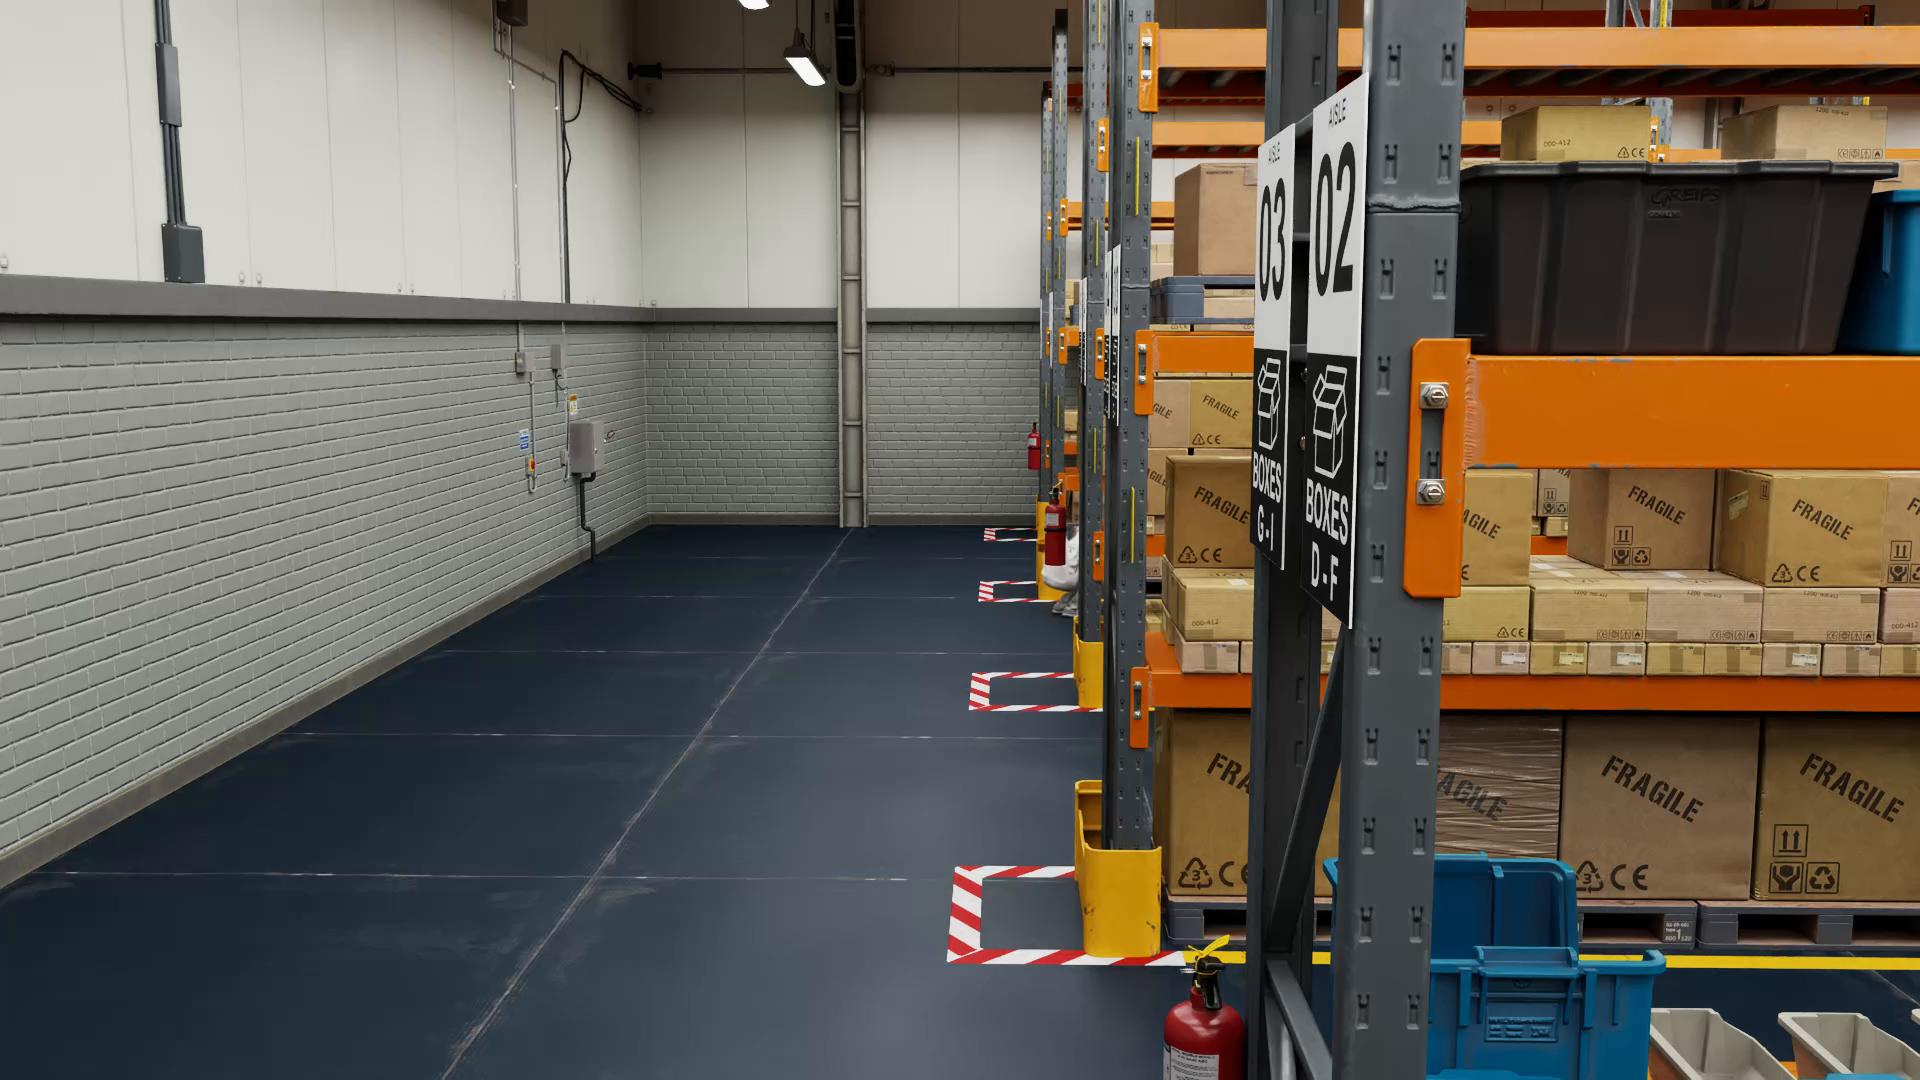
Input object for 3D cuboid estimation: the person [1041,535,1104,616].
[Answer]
[{"bbox_3d":[1.225,0.279,16.433,0.837,0.959,0.515,-2,7,-12],"label":"person"}]
